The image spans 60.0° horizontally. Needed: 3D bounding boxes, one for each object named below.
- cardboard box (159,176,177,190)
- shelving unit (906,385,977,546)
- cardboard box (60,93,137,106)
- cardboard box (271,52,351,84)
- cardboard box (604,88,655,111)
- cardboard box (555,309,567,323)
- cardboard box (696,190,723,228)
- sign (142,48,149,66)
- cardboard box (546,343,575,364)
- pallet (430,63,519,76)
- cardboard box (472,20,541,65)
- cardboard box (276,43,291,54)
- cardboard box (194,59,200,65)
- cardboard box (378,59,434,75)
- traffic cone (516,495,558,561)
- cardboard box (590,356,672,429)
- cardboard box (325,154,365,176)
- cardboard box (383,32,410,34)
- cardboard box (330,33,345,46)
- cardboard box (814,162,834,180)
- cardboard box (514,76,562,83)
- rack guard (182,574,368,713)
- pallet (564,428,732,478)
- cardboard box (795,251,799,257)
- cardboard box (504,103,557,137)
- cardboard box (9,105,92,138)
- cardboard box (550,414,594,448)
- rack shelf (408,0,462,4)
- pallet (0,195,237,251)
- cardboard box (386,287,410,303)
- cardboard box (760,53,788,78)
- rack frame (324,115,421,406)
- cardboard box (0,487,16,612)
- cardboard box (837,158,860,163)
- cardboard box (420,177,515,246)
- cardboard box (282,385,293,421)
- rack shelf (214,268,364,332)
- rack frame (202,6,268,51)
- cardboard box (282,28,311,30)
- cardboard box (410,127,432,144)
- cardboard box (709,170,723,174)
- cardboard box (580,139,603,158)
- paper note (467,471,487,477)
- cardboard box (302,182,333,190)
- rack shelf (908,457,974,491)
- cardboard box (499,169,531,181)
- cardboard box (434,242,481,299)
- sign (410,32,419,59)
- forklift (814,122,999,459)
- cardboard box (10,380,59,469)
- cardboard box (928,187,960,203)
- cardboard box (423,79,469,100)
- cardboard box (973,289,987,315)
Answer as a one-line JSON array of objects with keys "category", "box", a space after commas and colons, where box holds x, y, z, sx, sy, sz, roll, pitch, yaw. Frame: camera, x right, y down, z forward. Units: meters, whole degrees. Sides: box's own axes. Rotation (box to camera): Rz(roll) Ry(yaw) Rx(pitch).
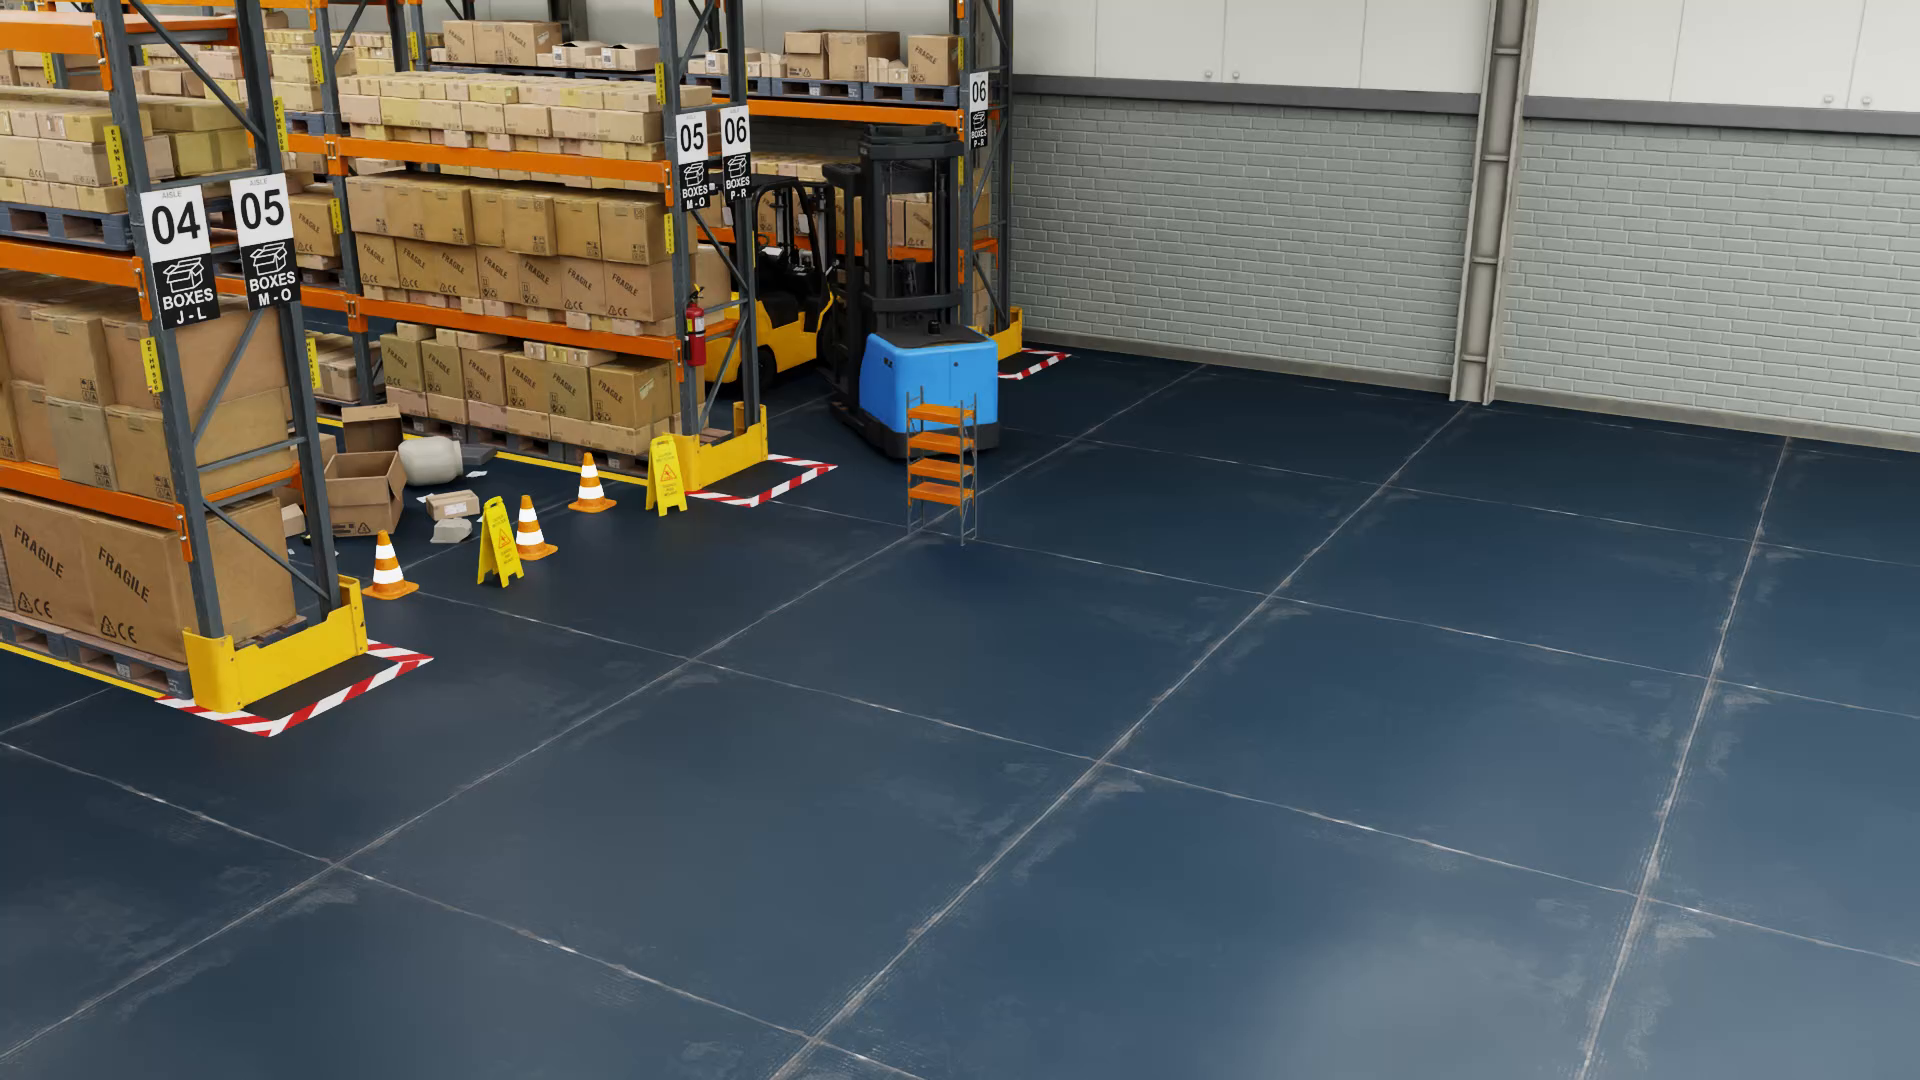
[{"category": "cardboard box", "box": [-4.820, -2.257, 10.395, 0.250, 0.149, 0.380, 11, 23, 28]}, {"category": "shelving unit", "box": [-0.145, -0.592, 13.236, 0.503, 1.200, 0.258, 11, 23, 27]}, {"category": "cardboard box", "box": [-5.477, -2.756, 10.603, 0.250, 0.149, 0.380, 10, 22, 26]}, {"category": "cardboard box", "box": [-6.188, -4.512, 15.876, 0.500, 0.250, 0.500, 11, 23, 29]}, {"category": "cardboard box", "box": [-2.774, -3.706, 13.982, 0.250, 0.149, 0.380, 11, 23, 28]}, {"category": "cardboard box", "box": [-3.442, -2.073, 15.049, 0.250, 0.149, 0.380, 11, 23, 28]}, {"category": "cardboard box", "box": [-2.943, -4.055, 19.999, 0.500, 0.500, 0.500, 10, 22, 26]}, {"category": "sign", "box": [-8.846, -5.161, 18.037, 0.005, 0.325, 0.100, 11, 23, 27]}, {"category": "cardboard box", "box": [-3.526, -1.718, 15.067, 0.250, 0.149, 0.380, 11, 23, 28]}, {"category": "pallet", "box": [-6.059, -6.060, 21.550, 1.003, 0.211, 1.213, 12, 23, 30]}, {"category": "cardboard box", "box": [-5.692, -6.279, 20.969, 0.500, 0.500, 0.700, 10, 22, 26]}, {"category": "cardboard box", "box": [-9.010, -6.644, 22.490, 0.250, 0.149, 0.380, 11, 23, 29]}, {"category": "cardboard box", "box": [-10.645, -6.754, 23.555, 0.250, 0.149, 0.380, 11, 22, 27]}, {"category": "cardboard box", "box": [-7.261, -6.177, 21.817, 0.500, 0.250, 0.500, 10, 22, 26]}, {"category": "traffic cone", "box": [-3.377, -0.124, 13.028, 0.334, 0.463, 0.336, 11, 23, 27]}, {"category": "cardboard box", "box": [-2.955, -1.329, 14.947, 0.500, 0.500, 0.500, 11, 23, 28]}, {"category": "cardboard box", "box": [-8.210, -5.287, 22.775, 0.637, 0.503, 0.797, 10, 22, 26]}, {"category": "cardboard box", "box": [-7.562, -6.757, 22.394, 0.250, 0.149, 0.380, 12, 23, 29]}, {"category": "cardboard box", "box": [-8.272, -6.676, 22.172, 0.250, 0.149, 0.380, 11, 23, 27]}, {"category": "cardboard box", "box": [-1.468, -4.236, 19.111, 0.250, 0.149, 0.380, 11, 23, 28]}, {"category": "cardboard box", "box": [-3.837, -4.131, 15.155, 0.250, 0.149, 0.380, 11, 23, 28]}, {"category": "rack guard", "box": [-4.433, 0.653, 10.831, 0.348, 0.500, 1.175, 11, 23, 27]}, {"category": "pallet", "box": [-2.886, -0.863, 15.436, 1.213, 0.211, 1.003, 11, 23, 27]}, {"category": "cardboard box", "box": [-1.794, -3.342, 20.130, 0.500, 0.250, 0.500, 11, 23, 28]}, {"category": "cardboard box", "box": [-3.600, -3.669, 14.466, 0.500, 0.250, 0.500, 12, 23, 29]}, {"category": "cardboard box", "box": [-5.354, -2.476, 9.831, 0.250, 0.149, 0.380, 11, 23, 28]}, {"category": "cardboard box", "box": [-3.413, -1.064, 15.315, 0.500, 0.250, 0.500, 11, 23, 27]}, {"category": "rack shelf", "box": [-8.441, -7.451, 22.352, 4.000, 0.370, 1.077, 11, 23, 27]}, {"category": "pallet", "box": [-5.107, -2.014, 10.251, 1.213, 0.211, 1.003, 11, 23, 27]}, {"category": "cardboard box", "box": [-5.256, -2.389, 15.920, 0.250, 0.149, 0.380, 12, 23, 29]}, {"category": "cardboard box", "box": [-2.055, -5.414, 18.926, 0.258, 0.266, 0.396, 10, 22, 26]}, {"category": "rack frame", "box": [-5.620, -2.681, 16.358, 0.127, 3.000, 1.000, 11, 23, 27]}, {"category": "cardboard box", "box": [-6.642, -0.115, 11.784, 0.875, 0.875, 0.875, 11, 23, 28]}, {"category": "cardboard box", "box": [-1.236, -4.371, 19.483, 0.250, 0.149, 0.380, 11, 23, 28]}, {"category": "cardboard box", "box": [-4.481, -3.017, 15.235, 0.500, 0.500, 0.700, 10, 22, 26]}, {"category": "cardboard box", "box": [-6.462, -1.327, 15.180, 0.500, 0.500, 0.500, 11, 23, 27]}, {"category": "rack shelf", "box": [-7.366, -2.676, 17.398, 4.000, 0.370, 1.077, 11, 23, 27]}, {"category": "rack frame", "box": [-10.187, -8.310, 23.078, 0.127, 3.000, 1.000, 11, 23, 27]}, {"category": "cardboard box", "box": [-9.187, -7.030, 23.117, 0.250, 0.149, 0.380, 12, 23, 29]}, {"category": "cardboard box", "box": [-4.797, -3.726, 15.209, 0.250, 0.149, 0.380, 12, 23, 29]}, {"category": "cardboard box", "box": [-2.826, -4.338, 19.826, 0.250, 0.149, 0.380, 11, 23, 29]}, {"category": "cardboard box", "box": [-3.025, -3.370, 14.226, 0.250, 0.149, 0.380, 12, 23, 29]}, {"category": "paper note", "box": [-4.349, -0.600, 14.975, 0.148, 0.019, 0.142, 3, 20, 9]}, {"category": "cardboard box", "box": [-6.752, -3.398, 17.136, 0.500, 0.500, 0.500, 11, 22, 27]}, {"category": "rack shelf", "box": [-0.145, -0.528, 13.259, 0.480, 0.148, 0.258, 11, 23, 27]}, {"category": "cardboard box", "box": [-5.542, -4.667, 21.318, 0.500, 0.250, 0.500, 10, 22, 26]}, {"category": "cardboard box", "box": [-4.490, -2.548, 15.408, 0.500, 0.500, 0.500, 11, 22, 27]}, {"category": "sign", "box": [-6.961, -6.317, 21.223, 0.005, 0.325, 0.100, 11, 23, 27]}, {"category": "forklift", "box": [-0.669, -2.589, 16.204, 1.130, 2.935, 3.031, -8, 21, -21]}, {"category": "cardboard box", "box": [-5.718, -0.860, 11.117, 0.550, 0.550, 0.875, 11, 23, 27]}, {"category": "cardboard box", "box": [-0.150, -3.821, 18.401, 0.250, 0.149, 0.380, 11, 23, 28]}, {"category": "cardboard box", "box": [-4.579, -4.040, 14.903, 0.250, 0.149, 0.380, 10, 22, 26]}, {"category": "cardboard box", "box": [-0.020, -2.774, 19.298, 0.500, 0.250, 0.500, 11, 23, 28]}]
